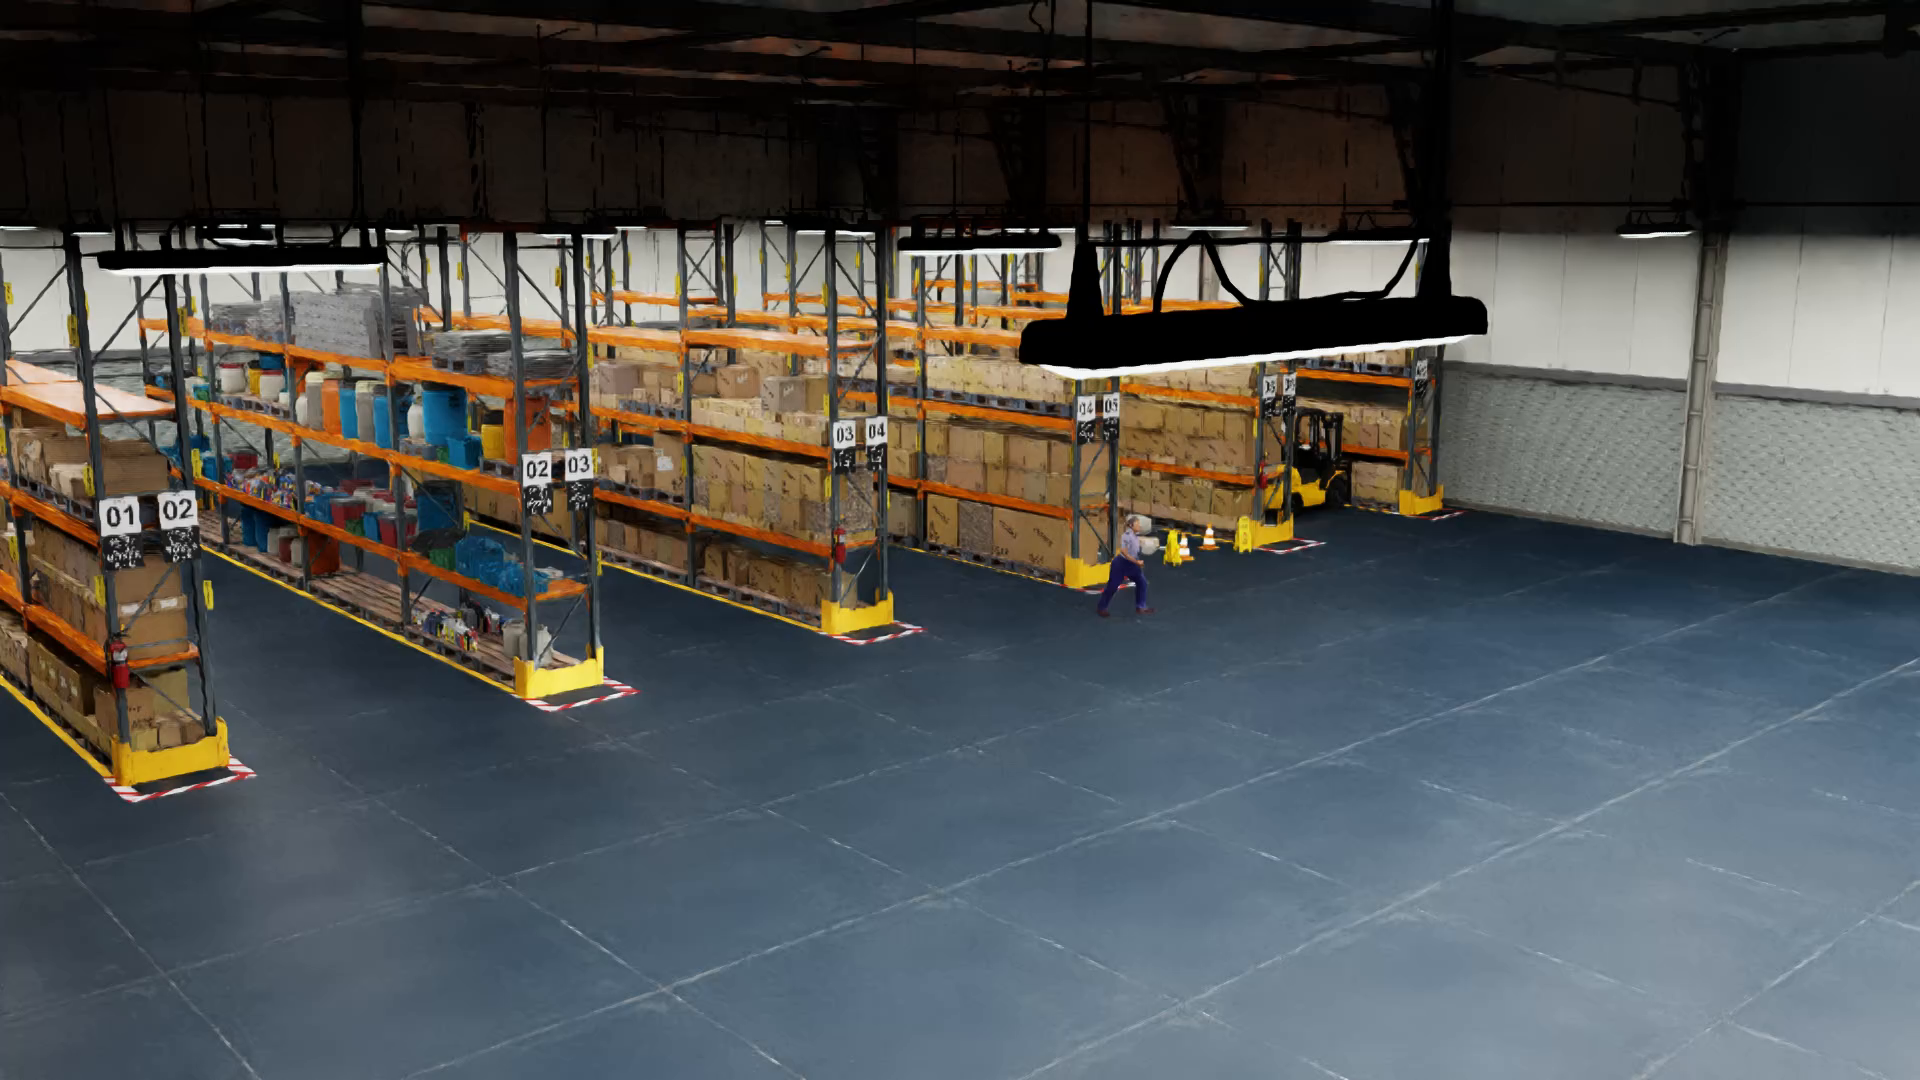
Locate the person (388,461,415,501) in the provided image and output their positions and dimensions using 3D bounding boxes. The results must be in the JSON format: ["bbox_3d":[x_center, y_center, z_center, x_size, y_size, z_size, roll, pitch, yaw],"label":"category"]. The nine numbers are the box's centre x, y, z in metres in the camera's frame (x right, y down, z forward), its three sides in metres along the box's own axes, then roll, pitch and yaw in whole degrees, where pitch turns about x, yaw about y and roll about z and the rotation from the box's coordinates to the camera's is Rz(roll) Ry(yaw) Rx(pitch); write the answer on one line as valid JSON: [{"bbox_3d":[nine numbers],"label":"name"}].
[{"bbox_3d":[-11.524,-1.303,34.216,0.446,1.590,1.106,-9,14,-38],"label":"person"}]

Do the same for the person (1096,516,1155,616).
[{"bbox_3d":[2.577,0.395,25.918,0.811,1.566,0.660,7,13,30],"label":"person"}]
